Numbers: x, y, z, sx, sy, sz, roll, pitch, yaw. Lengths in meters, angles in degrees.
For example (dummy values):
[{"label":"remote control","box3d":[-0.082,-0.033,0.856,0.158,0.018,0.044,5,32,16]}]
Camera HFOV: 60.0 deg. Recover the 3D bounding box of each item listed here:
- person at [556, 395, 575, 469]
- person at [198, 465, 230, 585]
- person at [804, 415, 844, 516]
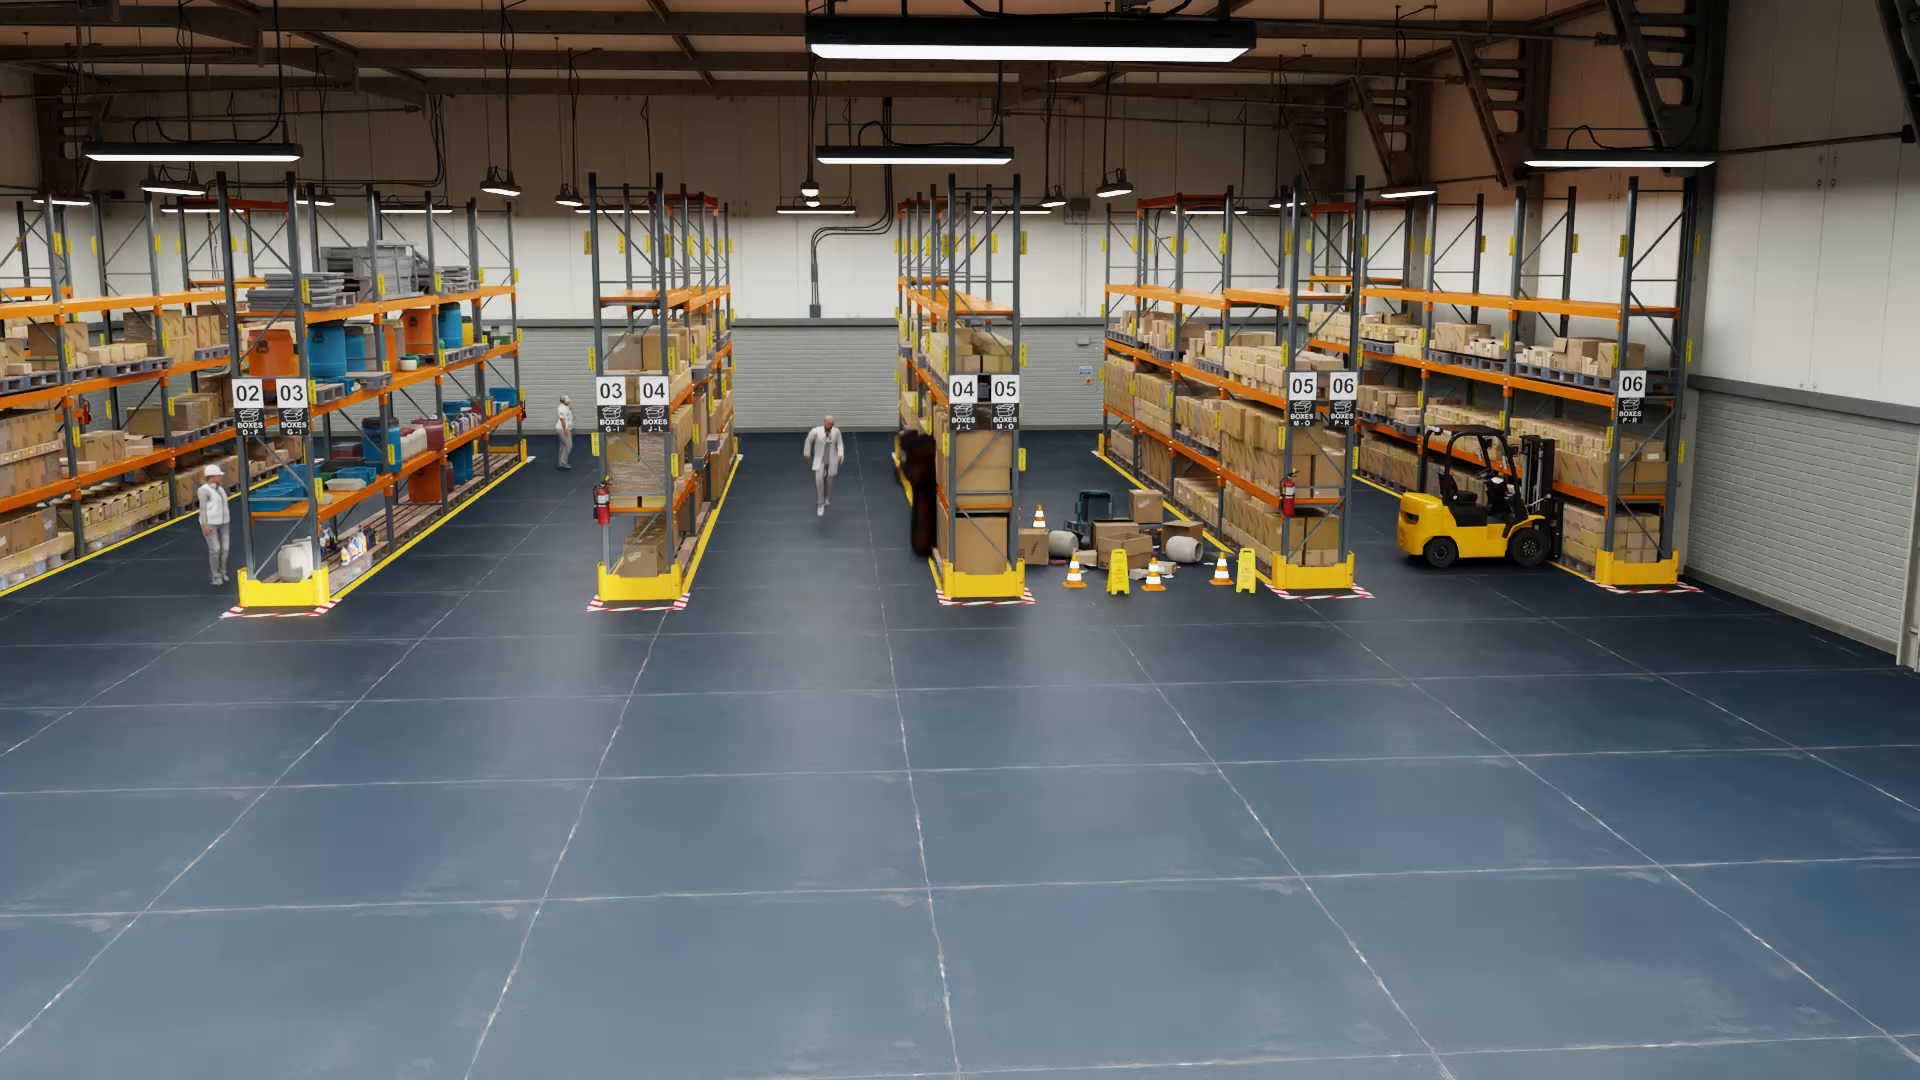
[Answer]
[{"label":"person","box3d":[-8.983,-2.469,37.874,0.417,1.681,0.608,-1,10,-8]},{"label":"person","box3d":[-11.180,-0.218,25.053,0.519,1.826,0.530,5,11,28]},{"label":"person","box3d":[-2.480,-1.388,30.285,0.724,1.798,0.929,-1,10,-6]}]
